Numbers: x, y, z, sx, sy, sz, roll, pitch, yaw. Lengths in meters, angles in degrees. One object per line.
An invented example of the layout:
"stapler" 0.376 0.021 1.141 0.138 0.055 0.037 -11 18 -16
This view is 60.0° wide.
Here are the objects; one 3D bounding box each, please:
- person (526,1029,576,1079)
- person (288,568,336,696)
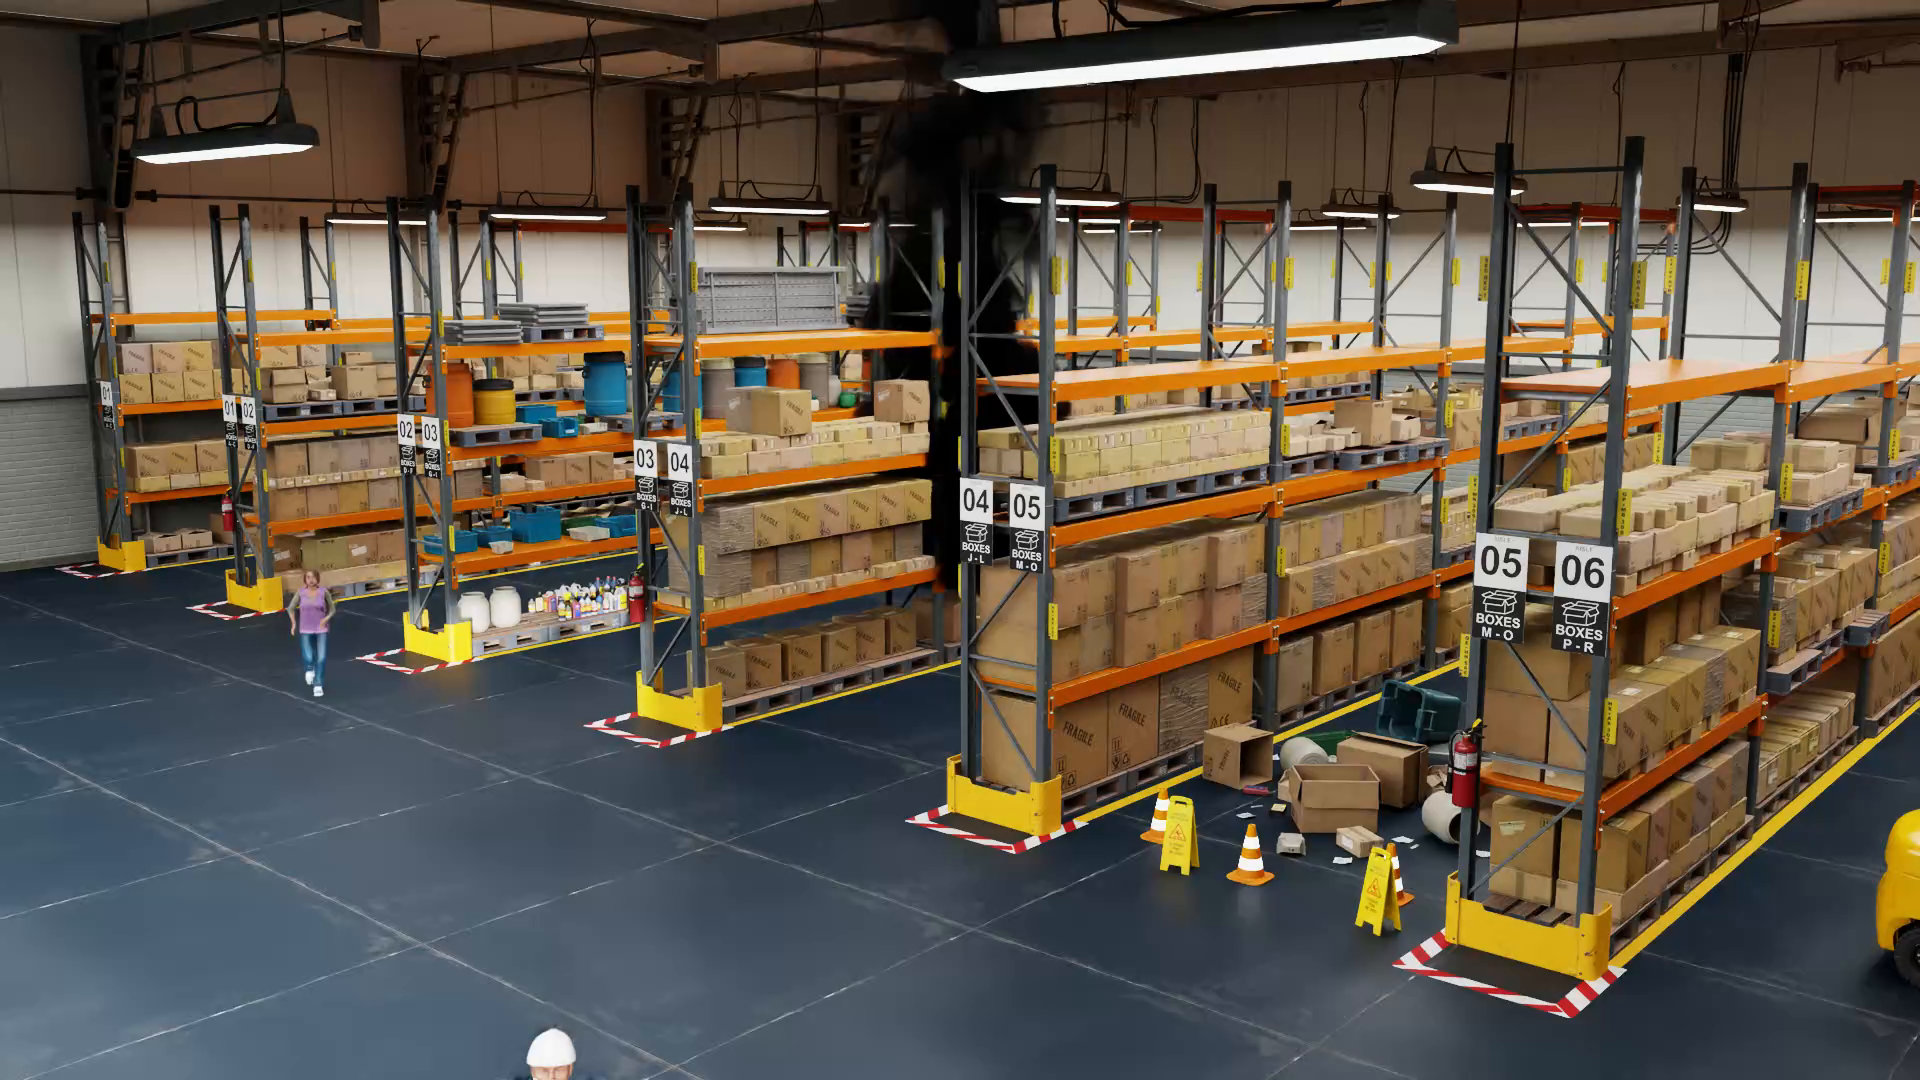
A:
"person" -1.798 3.044 7.443 0.687 1.789 0.891 -2 10 -14
"person" -7.752 1.109 19.945 0.542 1.556 0.545 -4 10 -22
